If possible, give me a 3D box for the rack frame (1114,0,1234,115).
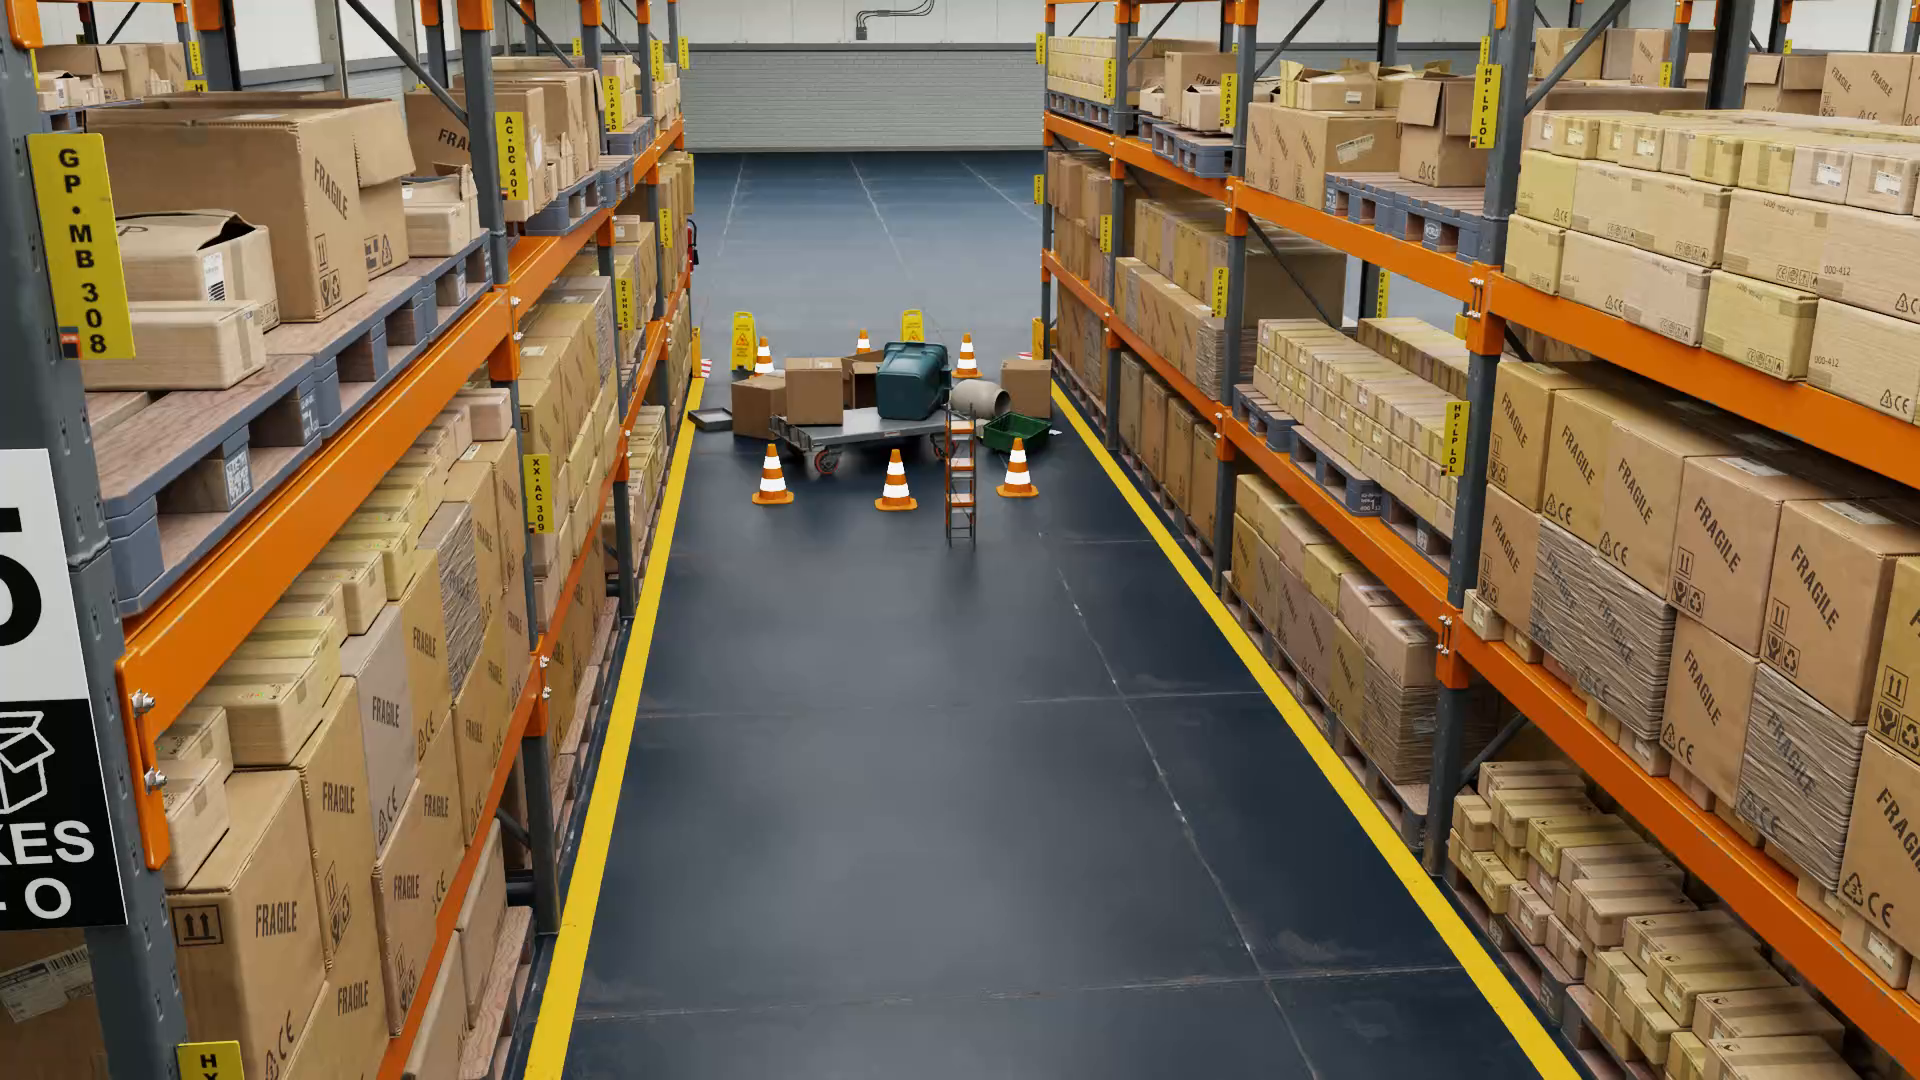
[{"bbox_3d":[1.844,-5.144,14.039,1.000,3.000,0.127,-2,18,-6],"label":"rack frame"}]

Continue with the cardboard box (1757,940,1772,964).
[{"bbox_3d":[3.085,1.597,6.146,0.380,0.149,0.250,-3,18,-8],"label":"cardboard box"}]

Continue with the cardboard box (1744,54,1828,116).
[{"bbox_3d":[6.836,-3.662,13.452,0.797,0.503,0.637,-1,17,-3],"label":"cardboard box"}]

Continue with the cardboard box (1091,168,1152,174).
[{"bbox_3d":[1.749,-3.305,16.144,0.875,0.550,0.550,-2,18,-6],"label":"cardboard box"}]

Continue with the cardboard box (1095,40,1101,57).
[{"bbox_3d":[1.438,-4.471,15.123,0.380,0.149,0.250,-2,18,-6],"label":"cardboard box"}]

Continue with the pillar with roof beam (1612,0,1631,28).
[{"bbox_3d":[14.713,-15.541,47.157,9.100,9.000,0.400,-2,18,-6],"label":"pillar with roof beam"}]

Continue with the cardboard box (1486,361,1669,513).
[{"bbox_3d":[2.474,-0.423,6.684,0.500,0.500,0.500,-1,17,-4],"label":"cardboard box"}]

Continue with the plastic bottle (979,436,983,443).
[{"bbox_3d":[0.315,-0.916,15.492,0.133,0.061,0.283,-12,21,-34],"label":"plastic bottle"}]

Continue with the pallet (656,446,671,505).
[{"bbox_3d":[-2.987,-0.537,14.034,1.003,0.211,1.213,-2,18,-6],"label":"pallet"}]

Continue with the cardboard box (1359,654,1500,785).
[{"bbox_3d":[2.343,0.881,8.335,0.500,0.500,0.500,-2,18,-7],"label":"cardboard box"}]

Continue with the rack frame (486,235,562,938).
[{"bbox_3d":[-2.244,0.285,6.763,1.000,3.000,0.127,-2,18,-6],"label":"rack frame"}]

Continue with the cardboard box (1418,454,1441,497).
[{"bbox_3d":[2.404,-0.312,7.884,0.380,0.149,0.250,-2,18,-5],"label":"cardboard box"}]

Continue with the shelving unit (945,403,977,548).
[{"bbox_3d":[0.006,-0.485,12.469,0.215,1.050,0.252,-2,18,-6],"label":"shelving unit"}]

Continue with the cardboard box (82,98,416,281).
[{"bbox_3d":[-2.073,-1.043,4.943,0.797,0.503,0.637,0,17,-1],"label":"cardboard box"}]

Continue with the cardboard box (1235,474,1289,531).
[{"bbox_3d":[2.087,-0.243,10.663,0.500,0.250,0.500,-3,18,-8],"label":"cardboard box"}]

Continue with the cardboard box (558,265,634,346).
[{"bbox_3d":[-2.533,-1.593,11.380,0.500,0.500,0.500,-1,17,-3],"label":"cardboard box"}]

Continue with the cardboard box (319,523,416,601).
[{"bbox_3d":[-1.710,0.064,4.545,0.380,0.149,0.250,-2,18,-7],"label":"cardboard box"}]

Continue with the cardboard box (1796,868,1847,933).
[{"bbox_3d":[2.691,1.021,4.838,0.380,0.149,0.250,-3,18,-8],"label":"cardboard box"}]

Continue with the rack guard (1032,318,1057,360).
[{"bbox_3d":[1.429,-2.288,19.131,1.175,0.500,0.348,-2,18,-6],"label":"rack guard"}]

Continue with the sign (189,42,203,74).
[{"bbox_3d":[-7.877,-4.965,17.129,0.100,0.325,0.005,-2,18,-6],"label":"sign"}]

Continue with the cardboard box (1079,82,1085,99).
[{"bbox_3d":[1.356,-4.319,15.971,0.380,0.149,0.250,-2,18,-6],"label":"cardboard box"}]

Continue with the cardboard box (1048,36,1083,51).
[{"bbox_3d":[1.150,-5.304,17.777,0.380,0.149,0.250,-2,17,-5],"label":"cardboard box"}]

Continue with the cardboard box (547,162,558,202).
[{"bbox_3d":[-2.026,-1.623,7.521,0.380,0.166,0.250,-3,18,-9],"label":"cardboard box"}]

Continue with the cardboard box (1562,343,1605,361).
[{"bbox_3d":[6.578,-1.886,17.149,0.500,0.500,0.500,-3,18,-11],"label":"cardboard box"}]

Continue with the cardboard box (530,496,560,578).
[{"bbox_3d":[-2.008,-0.022,7.156,0.500,0.250,0.500,-2,18,-7],"label":"cardboard box"}]

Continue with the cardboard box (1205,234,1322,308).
[{"bbox_3d":[2.167,-1.900,11.884,0.700,0.500,0.500,-2,18,-6],"label":"cardboard box"}]

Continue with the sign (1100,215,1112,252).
[{"bbox_3d":[1.293,-2.715,14.740,0.100,0.325,0.005,-2,18,-6],"label":"sign"}]

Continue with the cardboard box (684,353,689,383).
[{"bbox_3d":[-3.085,-1.792,17.267,0.500,0.250,0.500,-2,18,-5],"label":"cardboard box"}]

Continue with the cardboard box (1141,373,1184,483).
[{"bbox_3d":[2.094,-0.939,13.716,1.050,0.750,0.750,-2,18,-6],"label":"cardboard box"}]

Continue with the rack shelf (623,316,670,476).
[{"bbox_3d":[-2.862,-1.160,12.564,1.077,0.370,4.000,-2,18,-6],"label":"rack shelf"}]

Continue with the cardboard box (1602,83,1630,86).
[{"bbox_3d":[6.365,-4.279,15.875,0.380,0.149,0.250,-2,18,-7],"label":"cardboard box"}]

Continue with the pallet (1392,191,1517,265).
[{"bbox_3d":[2.712,-1.427,7.521,1.213,0.211,1.003,-2,18,-6],"label":"pallet"}]

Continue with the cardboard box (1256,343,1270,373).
[{"bbox_3d":[2.107,-1.162,10.594,0.380,0.149,0.250,-1,17,-3],"label":"cardboard box"}]

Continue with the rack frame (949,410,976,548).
[{"bbox_3d":[0.018,-0.449,12.353,0.200,1.050,0.008,-2,18,-6],"label":"rack frame"}]

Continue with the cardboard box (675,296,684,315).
[{"bbox_3d":[-2.986,-2.355,16.725,0.380,0.149,0.250,-1,17,-3],"label":"cardboard box"}]

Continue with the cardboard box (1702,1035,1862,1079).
[{"bbox_3d":[2.607,1.712,5.281,0.380,0.149,0.250,-1,17,-4],"label":"cardboard box"}]

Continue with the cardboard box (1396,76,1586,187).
[{"bbox_3d":[2.641,-2.043,8.297,0.797,0.503,0.637,-2,18,-6],"label":"cardboard box"}]

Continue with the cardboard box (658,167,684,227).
[{"bbox_3d":[-2.954,-3.207,15.550,0.700,0.500,0.500,-2,18,-7],"label":"cardboard box"}]

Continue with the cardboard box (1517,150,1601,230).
[{"bbox_3d":[2.481,-1.346,6.364,0.500,0.250,0.500,-1,17,-4],"label":"cardboard box"}]

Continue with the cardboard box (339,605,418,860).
[{"bbox_3d":[-1.718,0.493,4.263,0.500,0.500,0.500,-2,18,-6],"label":"cardboard box"}]

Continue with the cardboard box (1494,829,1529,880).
[{"bbox_3d":[2.504,1.310,7.058,0.380,0.149,0.250,-2,18,-5],"label":"cardboard box"}]

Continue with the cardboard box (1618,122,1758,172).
[{"bbox_3d":[2.517,-1.359,5.739,0.380,0.149,0.250,-2,18,-7],"label":"cardboard box"}]

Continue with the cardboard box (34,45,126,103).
[{"bbox_3d":[-8.102,-4.257,15.179,0.797,0.503,0.637,-1,17,-4],"label":"cardboard box"}]

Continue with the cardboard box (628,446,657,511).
[{"bbox_3d":[-2.861,-0.468,12.846,0.950,0.372,0.625,-1,17,-4],"label":"cardboard box"}]

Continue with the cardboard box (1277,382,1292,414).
[{"bbox_3d":[2.158,-0.871,10.161,0.380,0.149,0.250,-1,17,-3],"label":"cardboard box"}]

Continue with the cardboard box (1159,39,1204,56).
[{"bbox_3d":[2.065,-4.568,15.431,0.380,0.149,0.250,-2,18,-7],"label":"cardboard box"}]

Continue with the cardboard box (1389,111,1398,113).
[{"bbox_3d":[2.681,-2.109,9.212,0.500,0.500,0.500,-2,18,-6],"label":"cardboard box"}]

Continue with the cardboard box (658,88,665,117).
[{"bbox_3d":[-2.904,-3.893,14.816,0.500,0.250,0.500,-2,18,-6],"label":"cardboard box"}]

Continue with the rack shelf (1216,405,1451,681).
[{"bbox_3d":[2.463,-0.151,9.351,1.077,0.370,4.000,-2,18,-6],"label":"rack shelf"}]

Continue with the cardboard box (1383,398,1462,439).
[{"bbox_3d":[2.353,-0.612,8.343,0.380,0.149,0.250,-2,18,-6],"label":"cardboard box"}]

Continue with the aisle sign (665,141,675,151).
[{"bbox_3d":[-3.199,-4.558,17.849,0.394,0.787,0.004,-2,18,-6],"label":"aisle sign"}]

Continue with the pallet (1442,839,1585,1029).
[{"bbox_3d":[2.774,1.631,7.130,1.003,0.211,1.213,-2,18,-6],"label":"pallet"}]

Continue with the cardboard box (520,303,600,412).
[{"bbox_3d":[-2.237,-0.985,8.971,0.500,0.500,0.500,-2,18,-6],"label":"cardboard box"}]

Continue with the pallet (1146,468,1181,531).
[{"bbox_3d":[2.128,-0.360,13.470,1.003,0.211,1.213,-2,18,-6],"label":"pallet"}]

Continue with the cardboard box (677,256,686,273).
[{"bbox_3d":[-3.032,-2.841,17.138,0.380,0.149,0.250,-1,17,-5],"label":"cardboard box"}]

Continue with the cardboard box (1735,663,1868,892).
[{"bbox_3d":[2.670,0.673,4.861,0.500,0.500,0.500,-2,18,-5],"label":"cardboard box"}]

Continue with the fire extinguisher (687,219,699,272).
[{"bbox_3d":[-3.035,-3.302,18.316,0.296,0.674,0.183,-2,18,-6],"label":"fire extinguisher"}]
